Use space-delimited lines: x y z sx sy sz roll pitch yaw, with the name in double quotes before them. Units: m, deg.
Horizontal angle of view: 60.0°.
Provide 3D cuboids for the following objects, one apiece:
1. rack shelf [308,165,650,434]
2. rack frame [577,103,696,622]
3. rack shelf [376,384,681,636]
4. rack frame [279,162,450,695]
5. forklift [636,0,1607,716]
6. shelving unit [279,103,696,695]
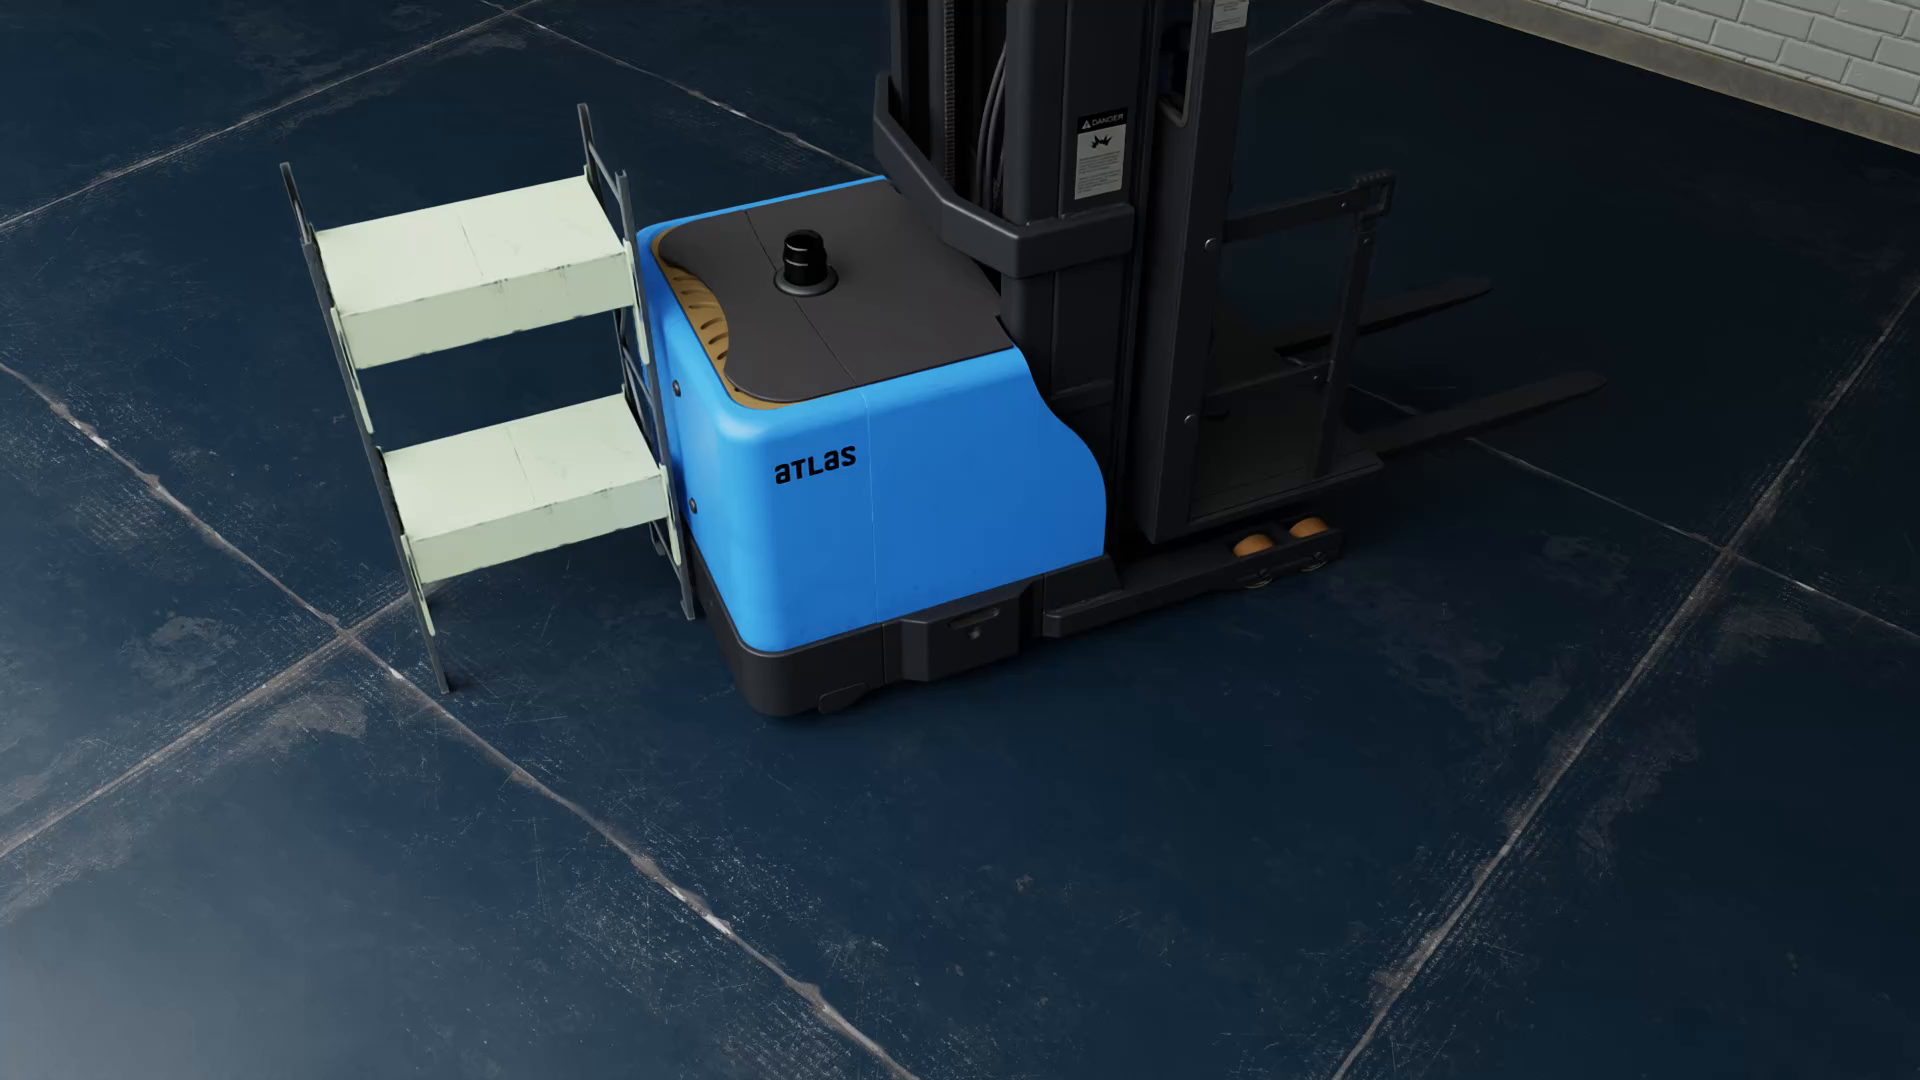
"rack shelf" -1.220 -0.624 4.240 0.720 0.370 0.431 -17 45 -17
"rack frame" -0.884 -0.436 4.612 0.023 1.500 0.400 -17 45 -17
"rack shelf" -1.218 -0.095 4.723 0.720 0.370 0.431 -17 45 -17
"rack frame" -1.554 -0.236 4.394 0.023 1.500 0.400 -17 45 -17
"forklift" 0.622 -1.248 4.444 3.031 2.935 1.130 -16 45 -17
"shelving unit" -1.219 -0.336 4.503 0.755 1.500 0.431 -17 45 -17
